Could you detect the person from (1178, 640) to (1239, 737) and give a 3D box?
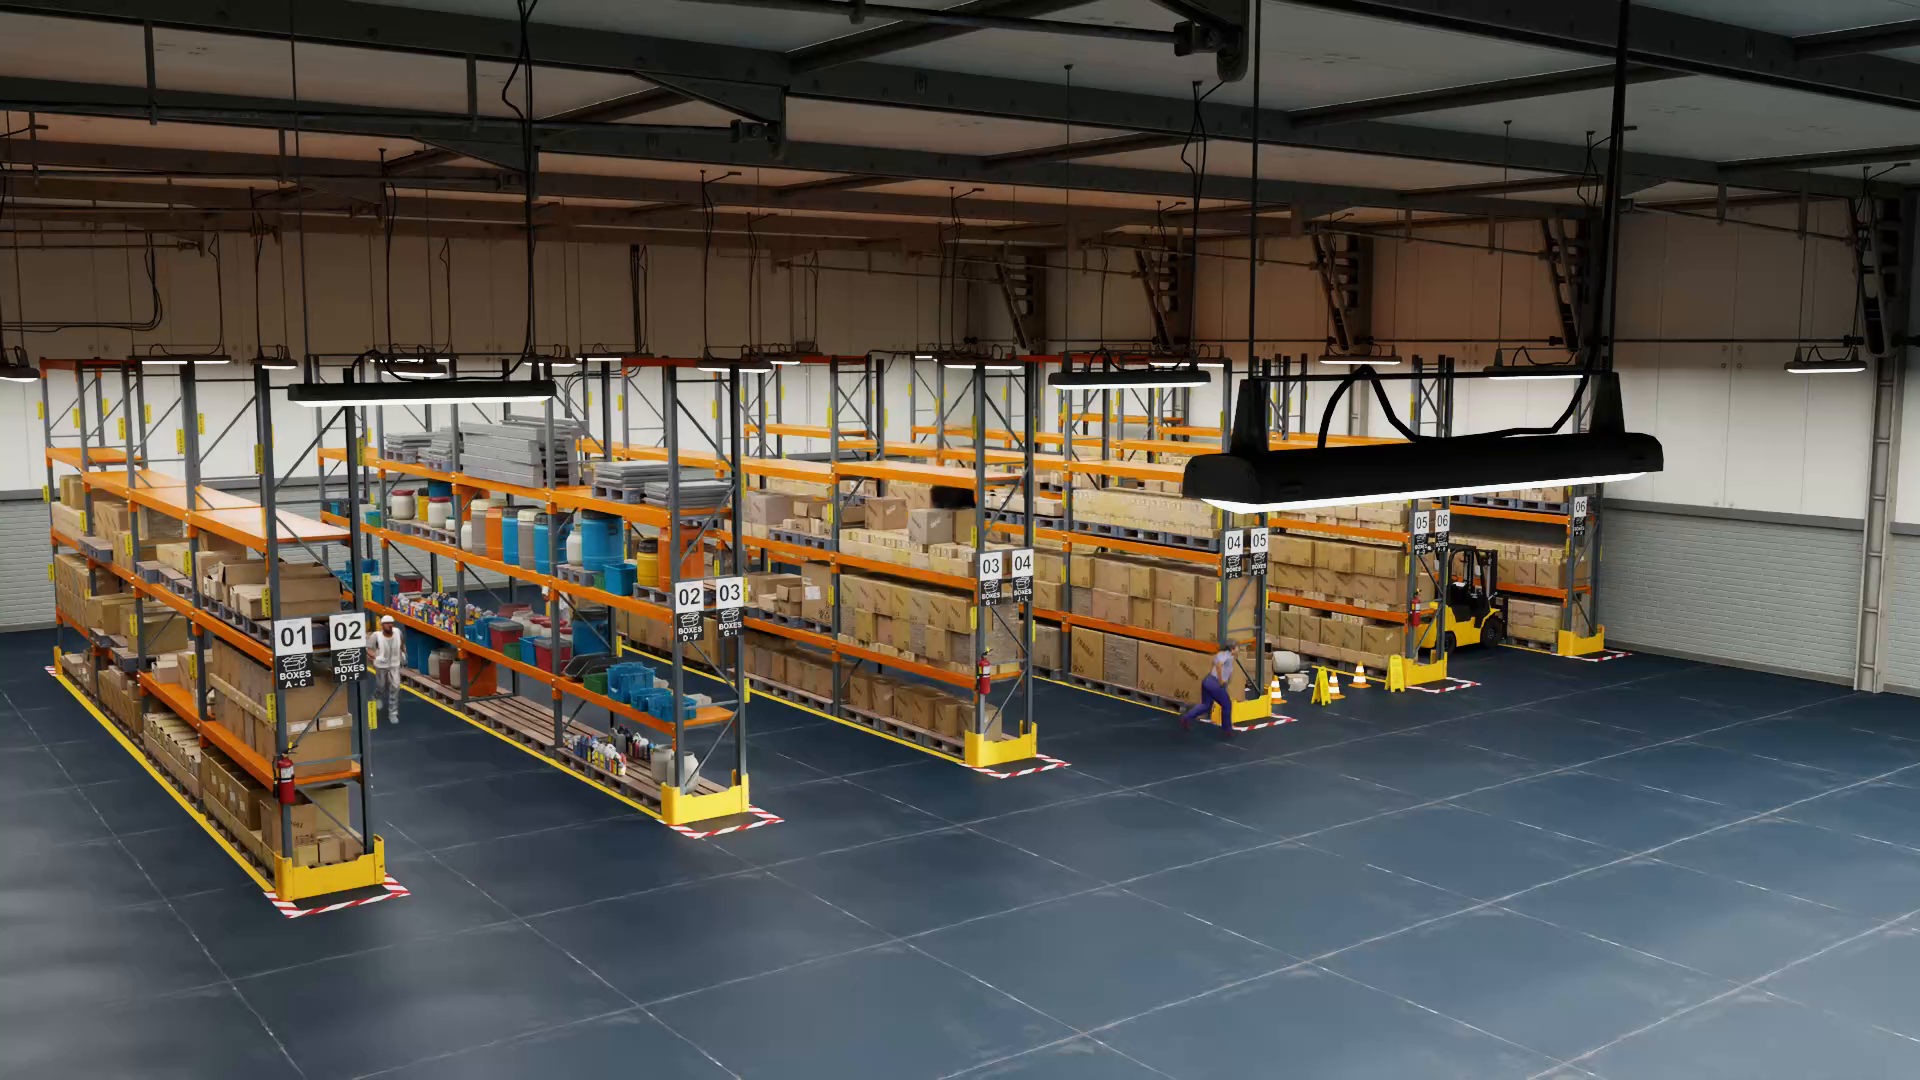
[{"bbox_3d":[3.981,2.399,26.543,0.976,1.612,0.641,0,7,-3],"label":"person"}]

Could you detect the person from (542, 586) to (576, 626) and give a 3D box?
[{"bbox_3d":[-8.219,1.388,34.072,0.714,1.733,0.791,-6,9,-41],"label":"person"}]

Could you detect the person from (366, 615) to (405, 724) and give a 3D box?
[{"bbox_3d":[-9.587,2.120,27.794,0.707,1.769,1.025,-5,9,-37],"label":"person"}]
